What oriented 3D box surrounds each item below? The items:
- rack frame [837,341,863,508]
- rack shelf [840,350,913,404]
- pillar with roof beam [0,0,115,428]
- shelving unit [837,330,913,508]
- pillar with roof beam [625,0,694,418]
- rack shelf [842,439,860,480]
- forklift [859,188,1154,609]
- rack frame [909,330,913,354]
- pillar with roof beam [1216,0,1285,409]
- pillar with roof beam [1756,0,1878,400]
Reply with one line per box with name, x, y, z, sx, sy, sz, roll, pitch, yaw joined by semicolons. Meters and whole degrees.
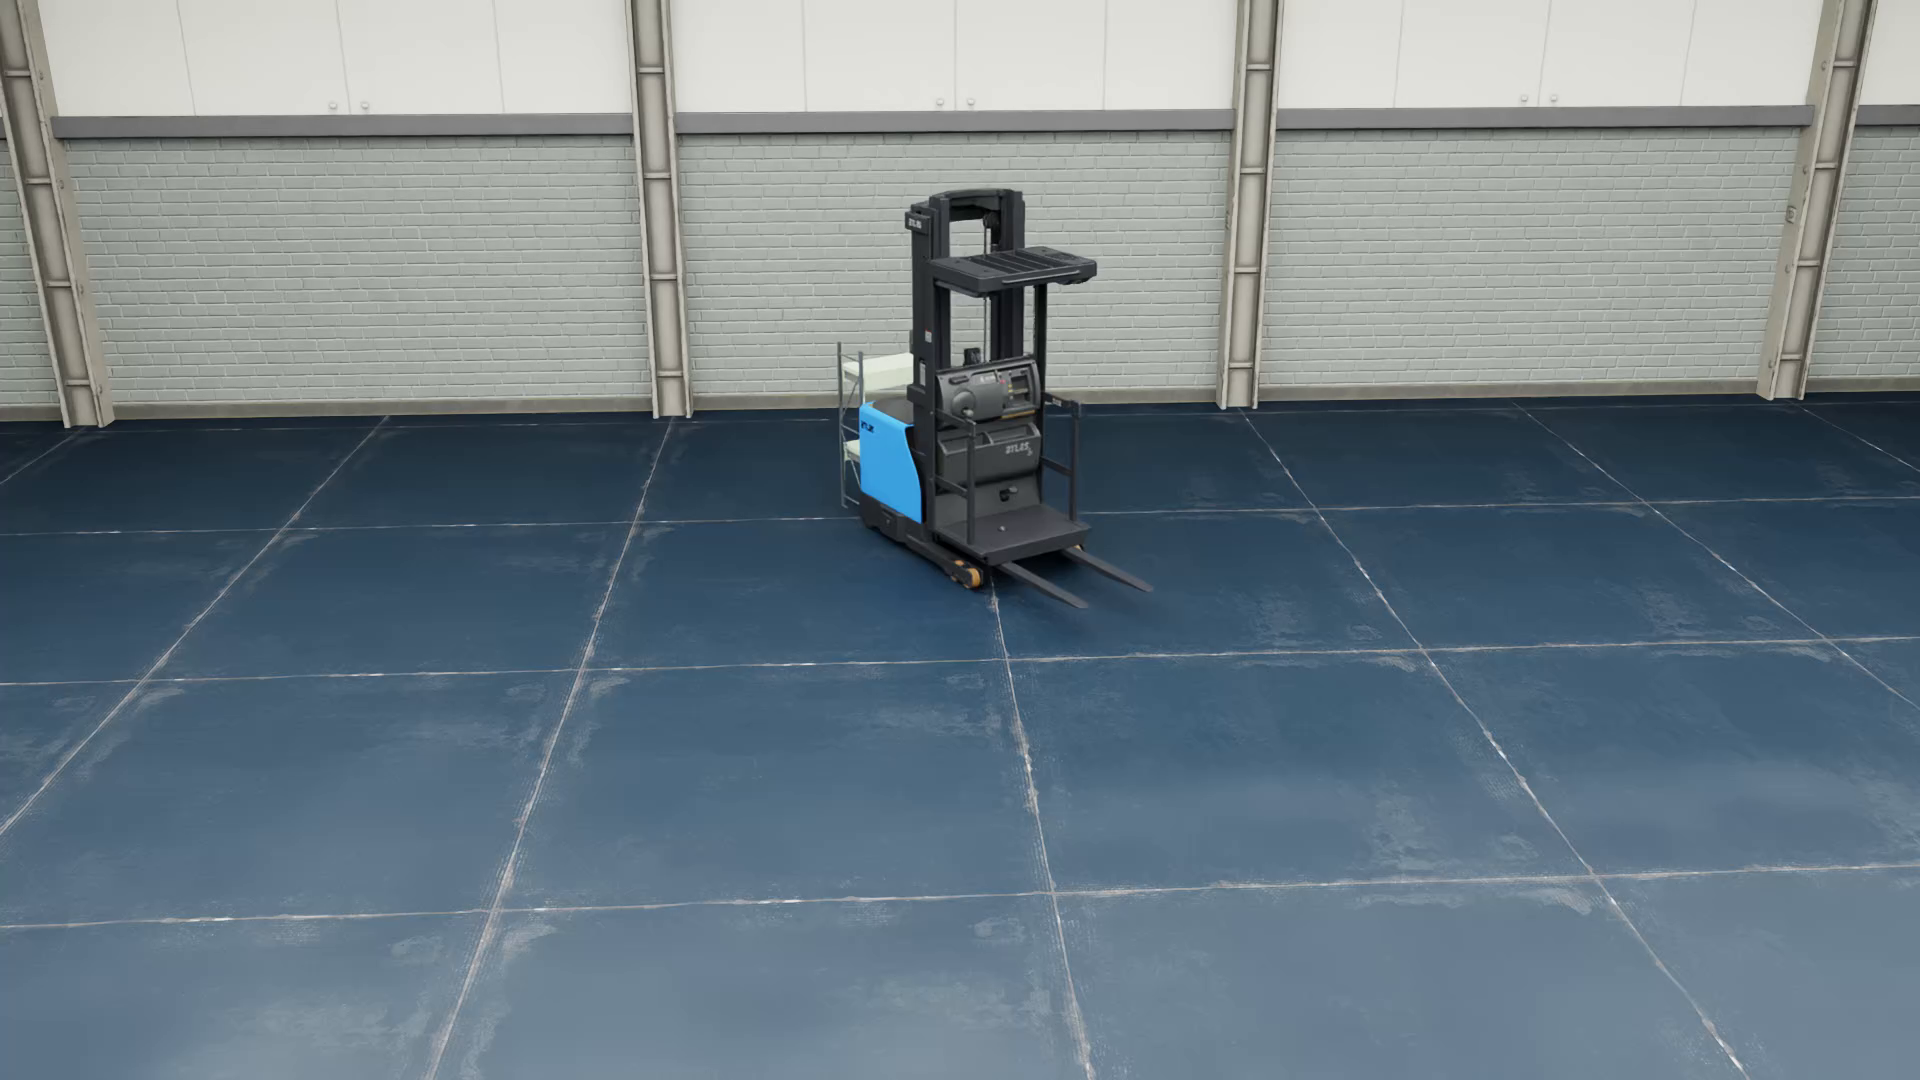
rack frame;-0.941;-0.952;14.444;0.023;1.500;0.400;-13;25;-31
rack shelf;-0.636;-1.388;14.495;0.720;0.370;0.431;-13;25;-31
pillar with roof beam;-8.766;-3.887;11.614;0.400;9.000;9.100;-1;21;-3
shelving unit;-0.636;-1.024;14.634;0.755;1.500;0.431;-13;25;-31
pillar with roof beam;-2.776;-4.009;11.934;0.400;9.000;9.100;-1;21;-3
rack shelf;-0.636;-0.719;14.750;0.720;0.370;0.431;-13;25;-31
forklift;0.352;-1.177;13.024;1.130;2.935;3.031;-13;24;-31
rack frame;-0.331;-1.096;14.823;0.023;1.500;0.400;-13;25;-31
pillar with roof beam;3.214;-4.130;12.254;0.400;9.000;9.100;-1;21;-3
pillar with roof beam;9.204;-4.252;12.574;0.400;9.000;9.100;-1;21;-3
